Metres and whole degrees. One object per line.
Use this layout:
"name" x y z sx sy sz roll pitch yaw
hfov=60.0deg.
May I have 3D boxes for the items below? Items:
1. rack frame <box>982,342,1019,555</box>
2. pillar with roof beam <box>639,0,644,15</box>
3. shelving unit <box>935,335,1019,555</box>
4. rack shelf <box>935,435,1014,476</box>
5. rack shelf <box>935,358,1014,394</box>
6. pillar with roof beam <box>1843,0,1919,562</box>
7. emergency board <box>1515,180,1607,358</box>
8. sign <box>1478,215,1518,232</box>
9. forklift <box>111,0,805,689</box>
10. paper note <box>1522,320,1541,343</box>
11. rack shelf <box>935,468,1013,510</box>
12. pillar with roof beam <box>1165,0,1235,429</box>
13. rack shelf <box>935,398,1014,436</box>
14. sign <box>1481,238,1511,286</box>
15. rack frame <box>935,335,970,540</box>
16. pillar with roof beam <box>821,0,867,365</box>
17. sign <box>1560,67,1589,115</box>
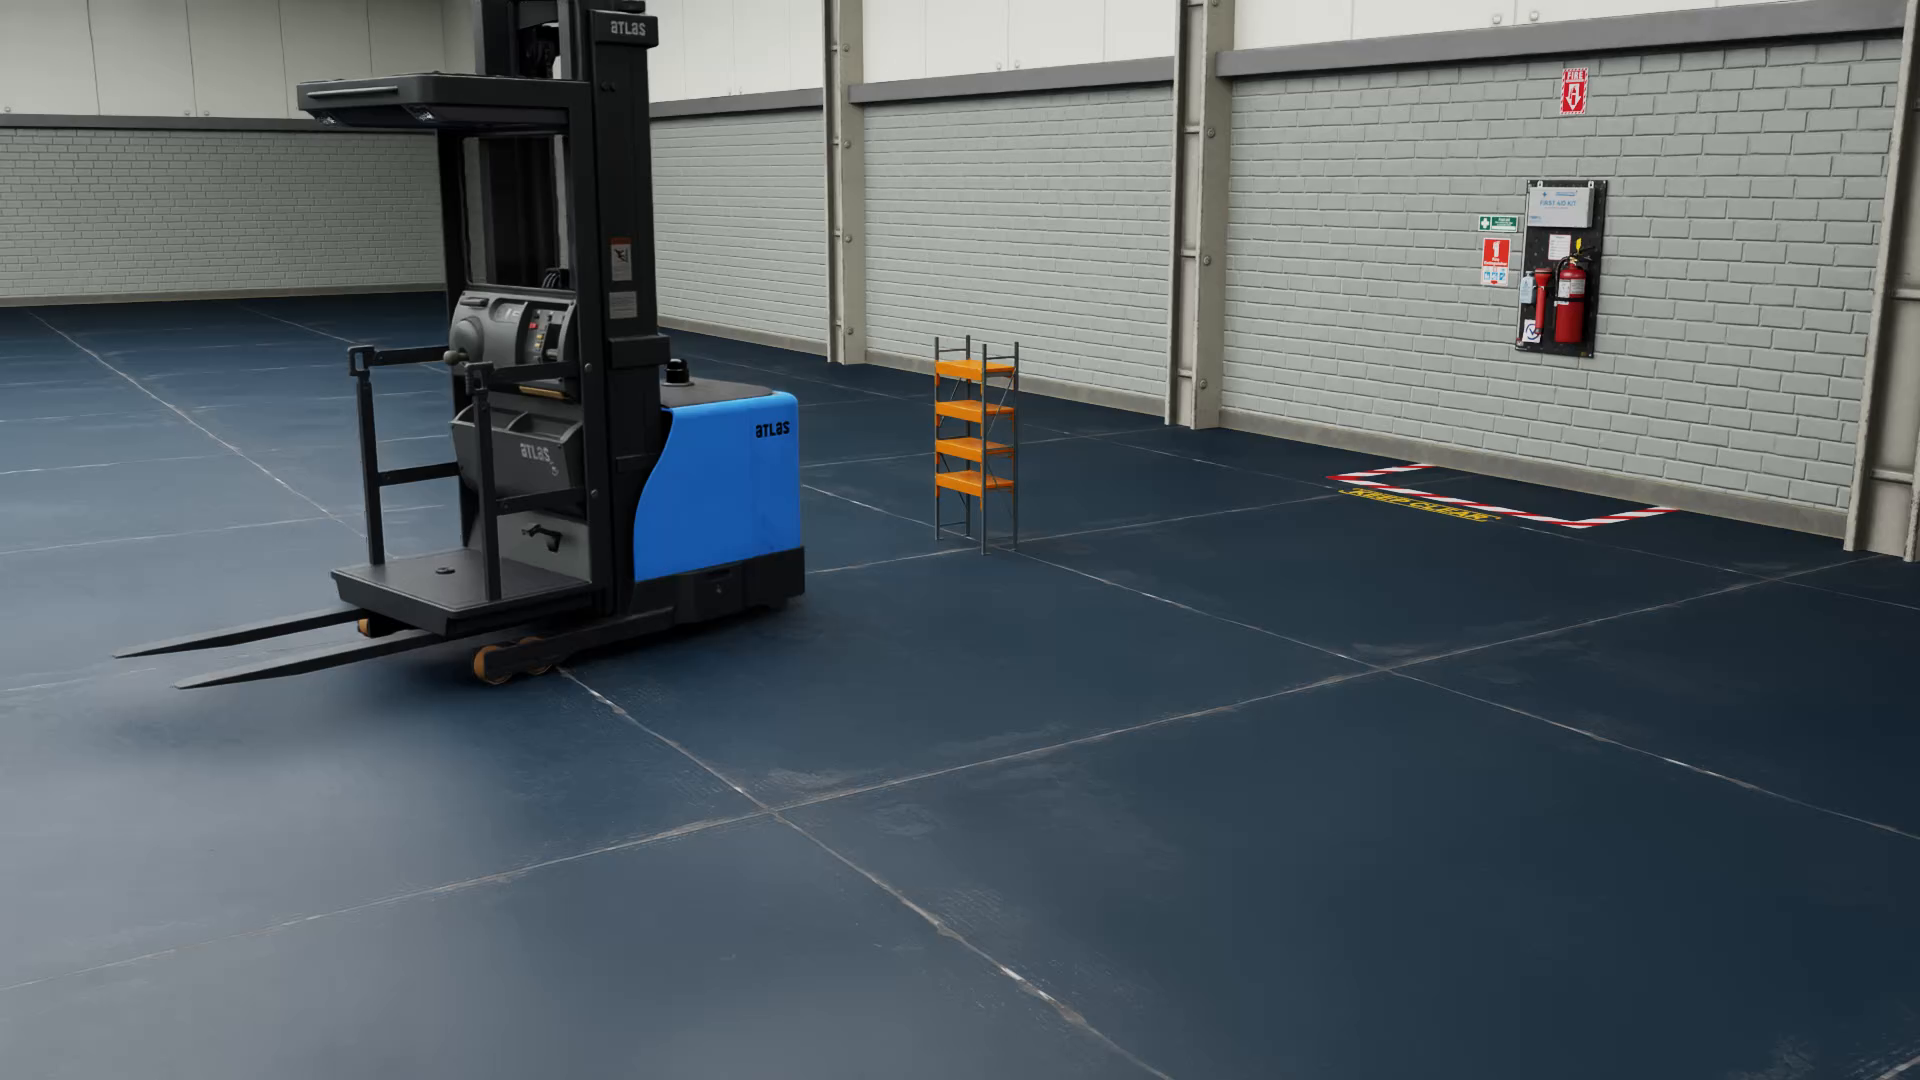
"rack frame" 0.227 -0.513 9.401 0.240 1.200 0.015 -8 15 -33
"pillar with roof beam" -8.215 -7.016 20.882 9.100 9.000 0.400 -8 15 -33
"shelving unit" 0.092 -0.557 9.599 0.258 1.200 0.503 -8 15 -33
"rack shelf" 0.092 -0.491 9.613 0.258 0.148 0.480 -8 15 -33
"rack shelf" 0.092 -0.941 9.515 0.258 0.148 0.480 -8 15 -33
"pillar with roof beam" 1.757 -3.815 6.243 9.100 9.000 0.400 -8 15 -33
"emergency board" 4.004 -1.838 11.245 0.194 1.169 0.643 -8 15 -33
"sign" 3.778 -2.223 11.681 0.001 0.109 0.331 -8 15 -33
"forklift" -2.150 -0.941 7.303 1.130 2.935 3.031 11 17 42
"paper note" 3.963 -1.447 11.520 0.016 0.148 0.142 -8 15 -33
"rack shelf" 0.092 -0.297 9.656 0.258 0.148 0.480 -8 15 -33
"pillar with roof beam" -1.567 -4.882 11.123 9.100 9.000 0.400 -8 15 -33
"rack shelf" 0.092 -0.710 9.566 0.258 0.148 0.480 -8 15 -33
"sign" 3.783 -1.966 11.746 0.001 0.329 0.234 -8 15 -33
"rack frame" -0.043 -0.600 9.797 0.240 1.200 0.015 -8 15 -33
"pillar with roof beam" -4.891 -5.949 16.002 9.100 9.000 0.400 -8 15 -33
"sign" 4.082 -2.984 11.057 0.001 0.298 0.199 -8 15 -33
